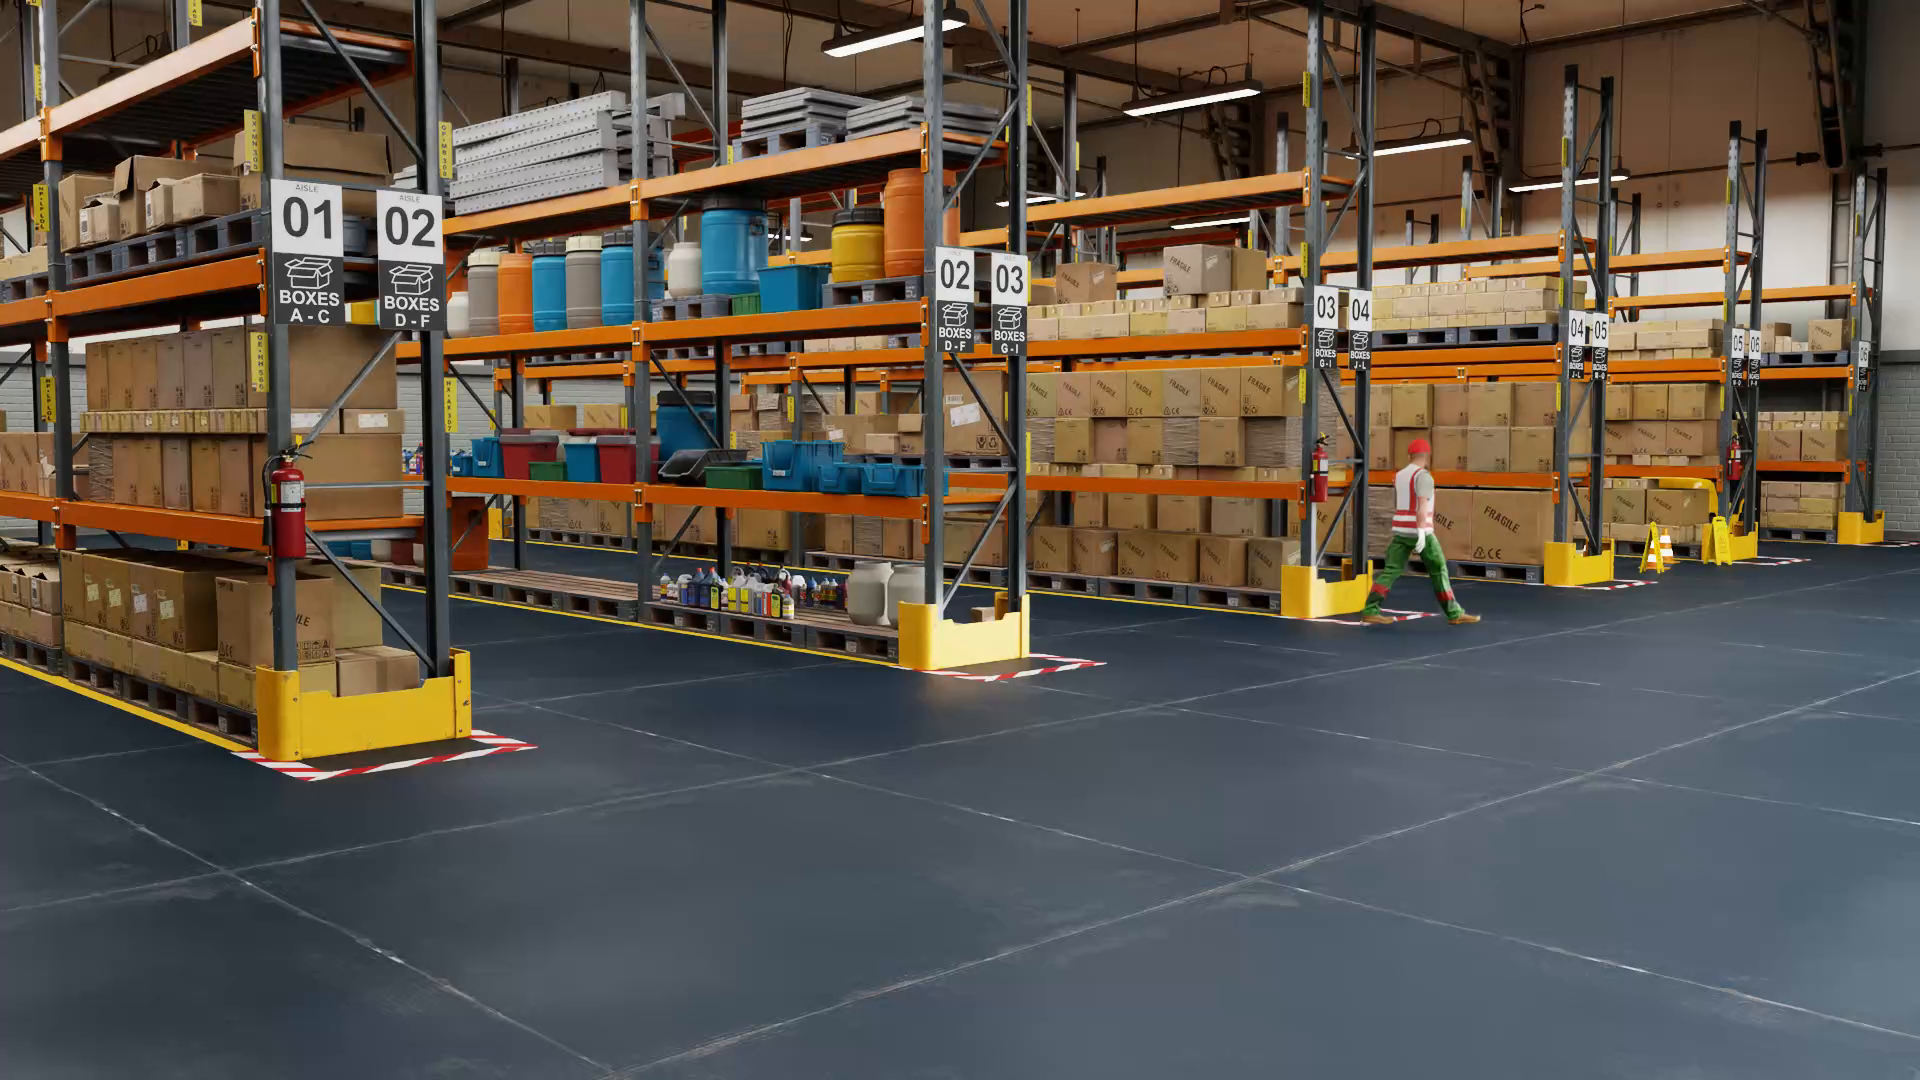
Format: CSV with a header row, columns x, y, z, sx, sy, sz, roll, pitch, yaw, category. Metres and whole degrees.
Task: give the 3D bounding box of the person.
x,y,z,sx,sy,sz,roll,pitch,yaw,category
4.234,-0.072,15.270,1.089,1.716,0.629,-2,4,-23,person
